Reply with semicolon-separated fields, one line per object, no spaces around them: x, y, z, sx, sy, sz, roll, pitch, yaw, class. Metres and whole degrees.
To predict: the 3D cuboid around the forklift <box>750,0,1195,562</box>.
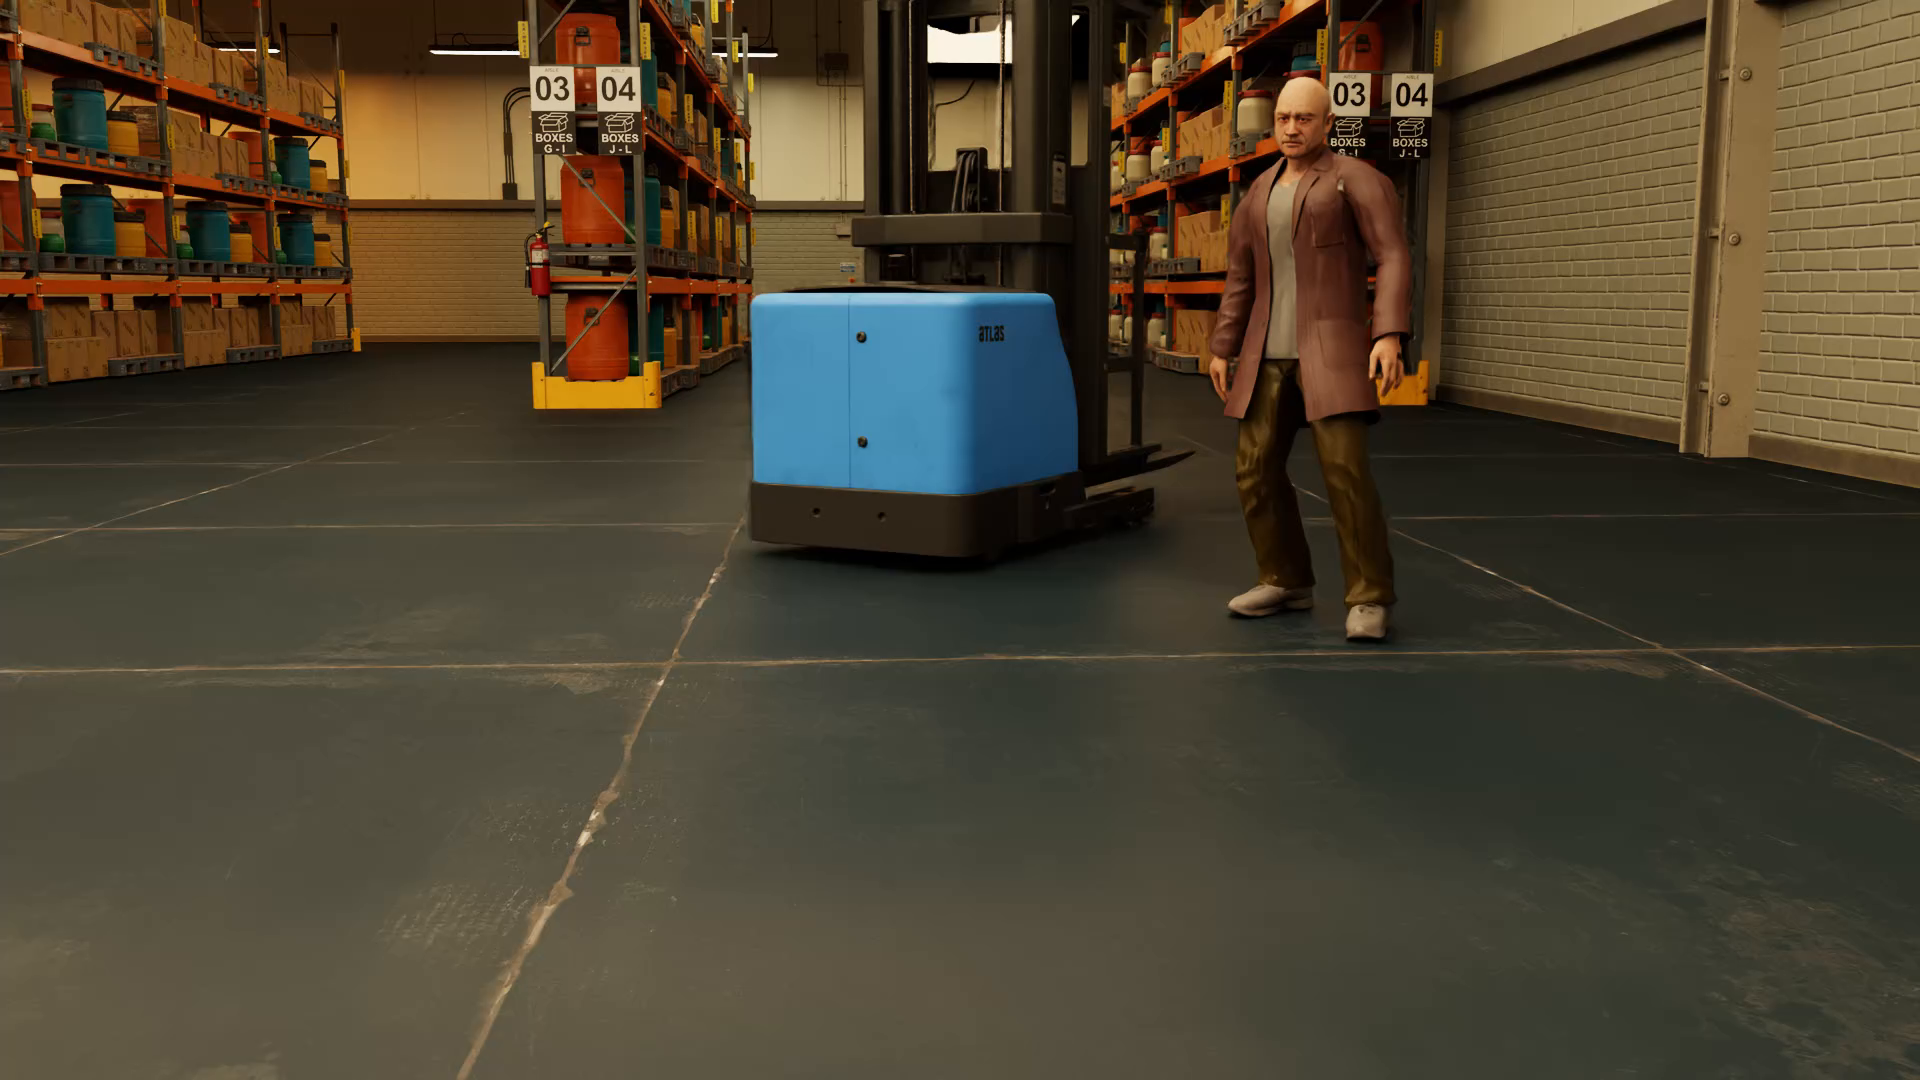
0.273;-1.539;7.693;1.130;2.935;3.031;4;10;28;forklift

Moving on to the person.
1.115;-0.602;5.409;0.444;1.752;0.826;-8;12;-44;person
